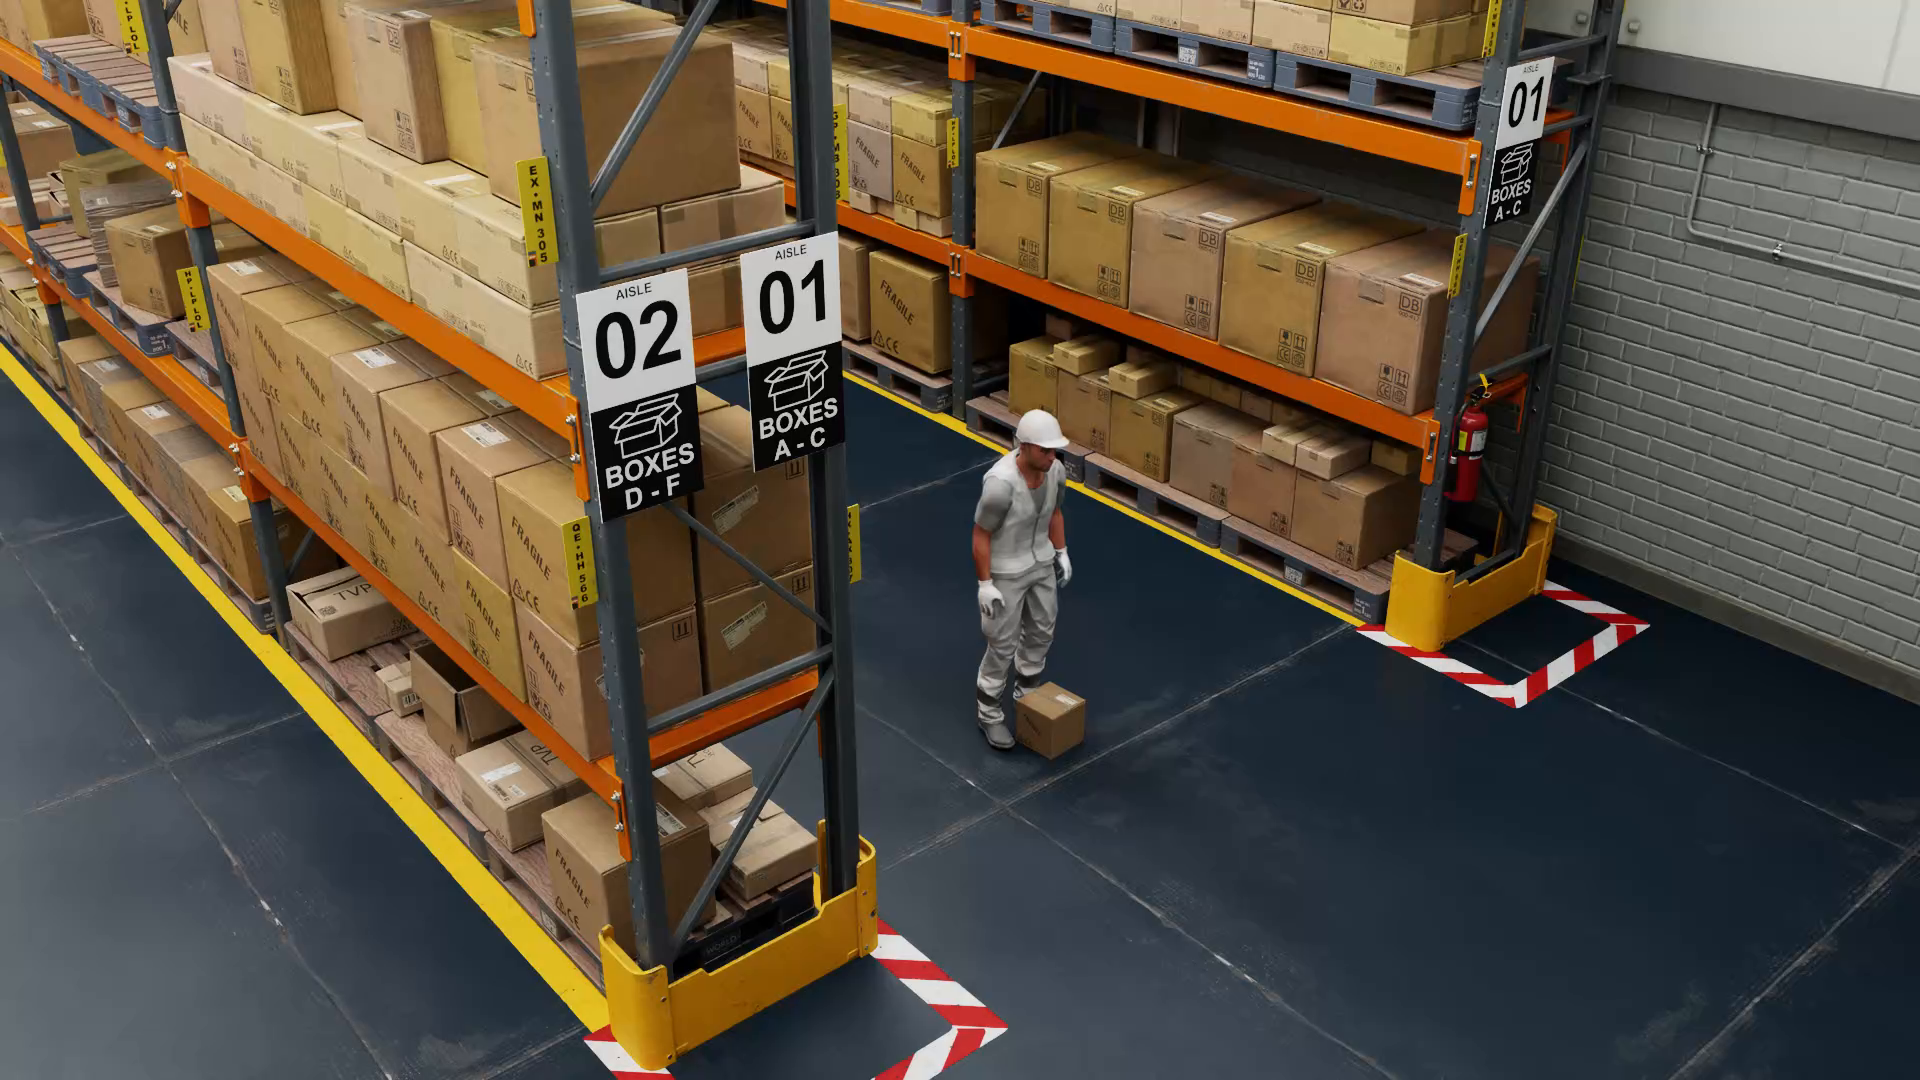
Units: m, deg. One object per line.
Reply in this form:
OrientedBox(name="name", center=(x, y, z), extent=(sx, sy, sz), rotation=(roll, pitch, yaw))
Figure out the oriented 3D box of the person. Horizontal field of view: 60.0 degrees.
OrientedBox(name="person", center=(0.320, 0.167, 8.291), extent=(0.613, 1.779, 0.455), rotation=(-22, 35, -35))
